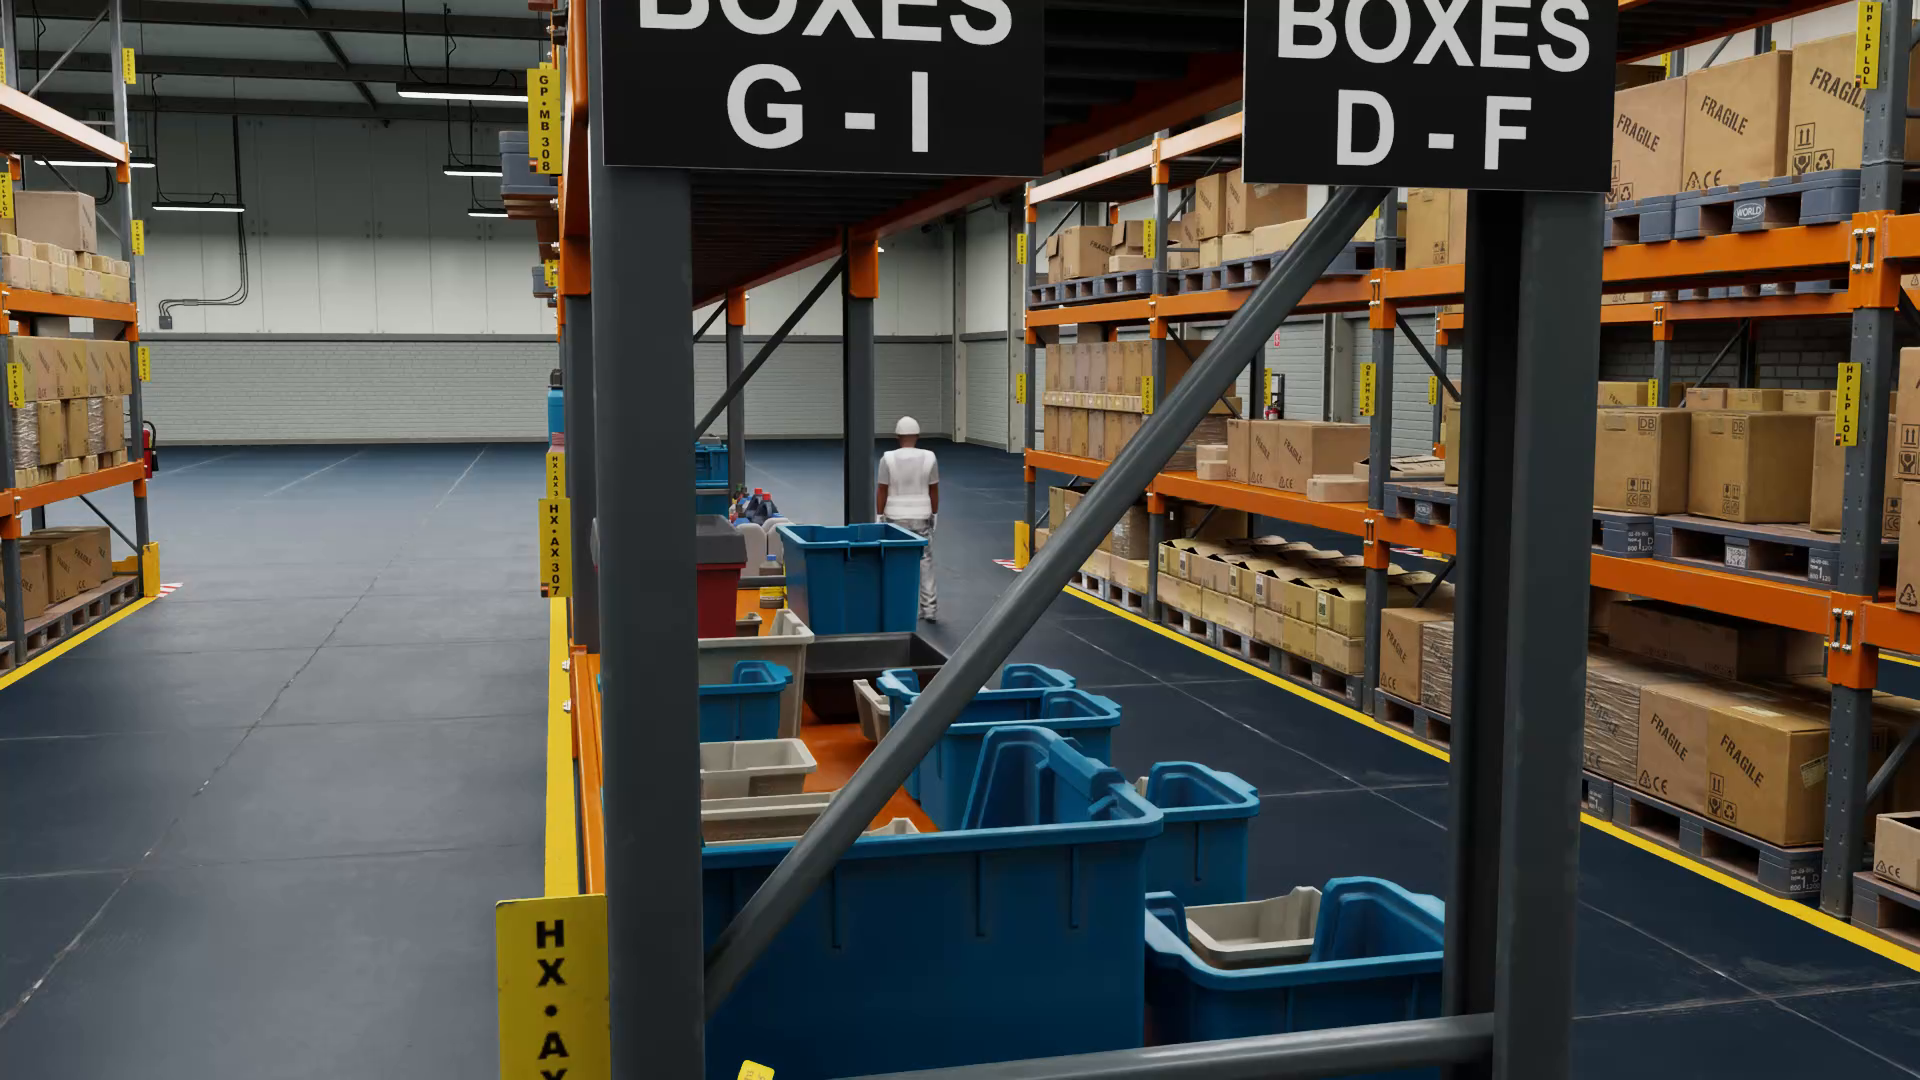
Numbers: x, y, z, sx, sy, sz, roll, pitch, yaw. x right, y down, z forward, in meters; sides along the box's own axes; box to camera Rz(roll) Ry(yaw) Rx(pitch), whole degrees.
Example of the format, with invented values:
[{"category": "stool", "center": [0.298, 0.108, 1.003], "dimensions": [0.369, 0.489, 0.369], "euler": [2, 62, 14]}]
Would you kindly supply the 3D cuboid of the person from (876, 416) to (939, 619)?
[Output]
[{"category": "person", "center": [-0.474, -0.182, 14.640], "dimensions": [0.555, 1.810, 0.459], "euler": [-1, 6, -12]}]
